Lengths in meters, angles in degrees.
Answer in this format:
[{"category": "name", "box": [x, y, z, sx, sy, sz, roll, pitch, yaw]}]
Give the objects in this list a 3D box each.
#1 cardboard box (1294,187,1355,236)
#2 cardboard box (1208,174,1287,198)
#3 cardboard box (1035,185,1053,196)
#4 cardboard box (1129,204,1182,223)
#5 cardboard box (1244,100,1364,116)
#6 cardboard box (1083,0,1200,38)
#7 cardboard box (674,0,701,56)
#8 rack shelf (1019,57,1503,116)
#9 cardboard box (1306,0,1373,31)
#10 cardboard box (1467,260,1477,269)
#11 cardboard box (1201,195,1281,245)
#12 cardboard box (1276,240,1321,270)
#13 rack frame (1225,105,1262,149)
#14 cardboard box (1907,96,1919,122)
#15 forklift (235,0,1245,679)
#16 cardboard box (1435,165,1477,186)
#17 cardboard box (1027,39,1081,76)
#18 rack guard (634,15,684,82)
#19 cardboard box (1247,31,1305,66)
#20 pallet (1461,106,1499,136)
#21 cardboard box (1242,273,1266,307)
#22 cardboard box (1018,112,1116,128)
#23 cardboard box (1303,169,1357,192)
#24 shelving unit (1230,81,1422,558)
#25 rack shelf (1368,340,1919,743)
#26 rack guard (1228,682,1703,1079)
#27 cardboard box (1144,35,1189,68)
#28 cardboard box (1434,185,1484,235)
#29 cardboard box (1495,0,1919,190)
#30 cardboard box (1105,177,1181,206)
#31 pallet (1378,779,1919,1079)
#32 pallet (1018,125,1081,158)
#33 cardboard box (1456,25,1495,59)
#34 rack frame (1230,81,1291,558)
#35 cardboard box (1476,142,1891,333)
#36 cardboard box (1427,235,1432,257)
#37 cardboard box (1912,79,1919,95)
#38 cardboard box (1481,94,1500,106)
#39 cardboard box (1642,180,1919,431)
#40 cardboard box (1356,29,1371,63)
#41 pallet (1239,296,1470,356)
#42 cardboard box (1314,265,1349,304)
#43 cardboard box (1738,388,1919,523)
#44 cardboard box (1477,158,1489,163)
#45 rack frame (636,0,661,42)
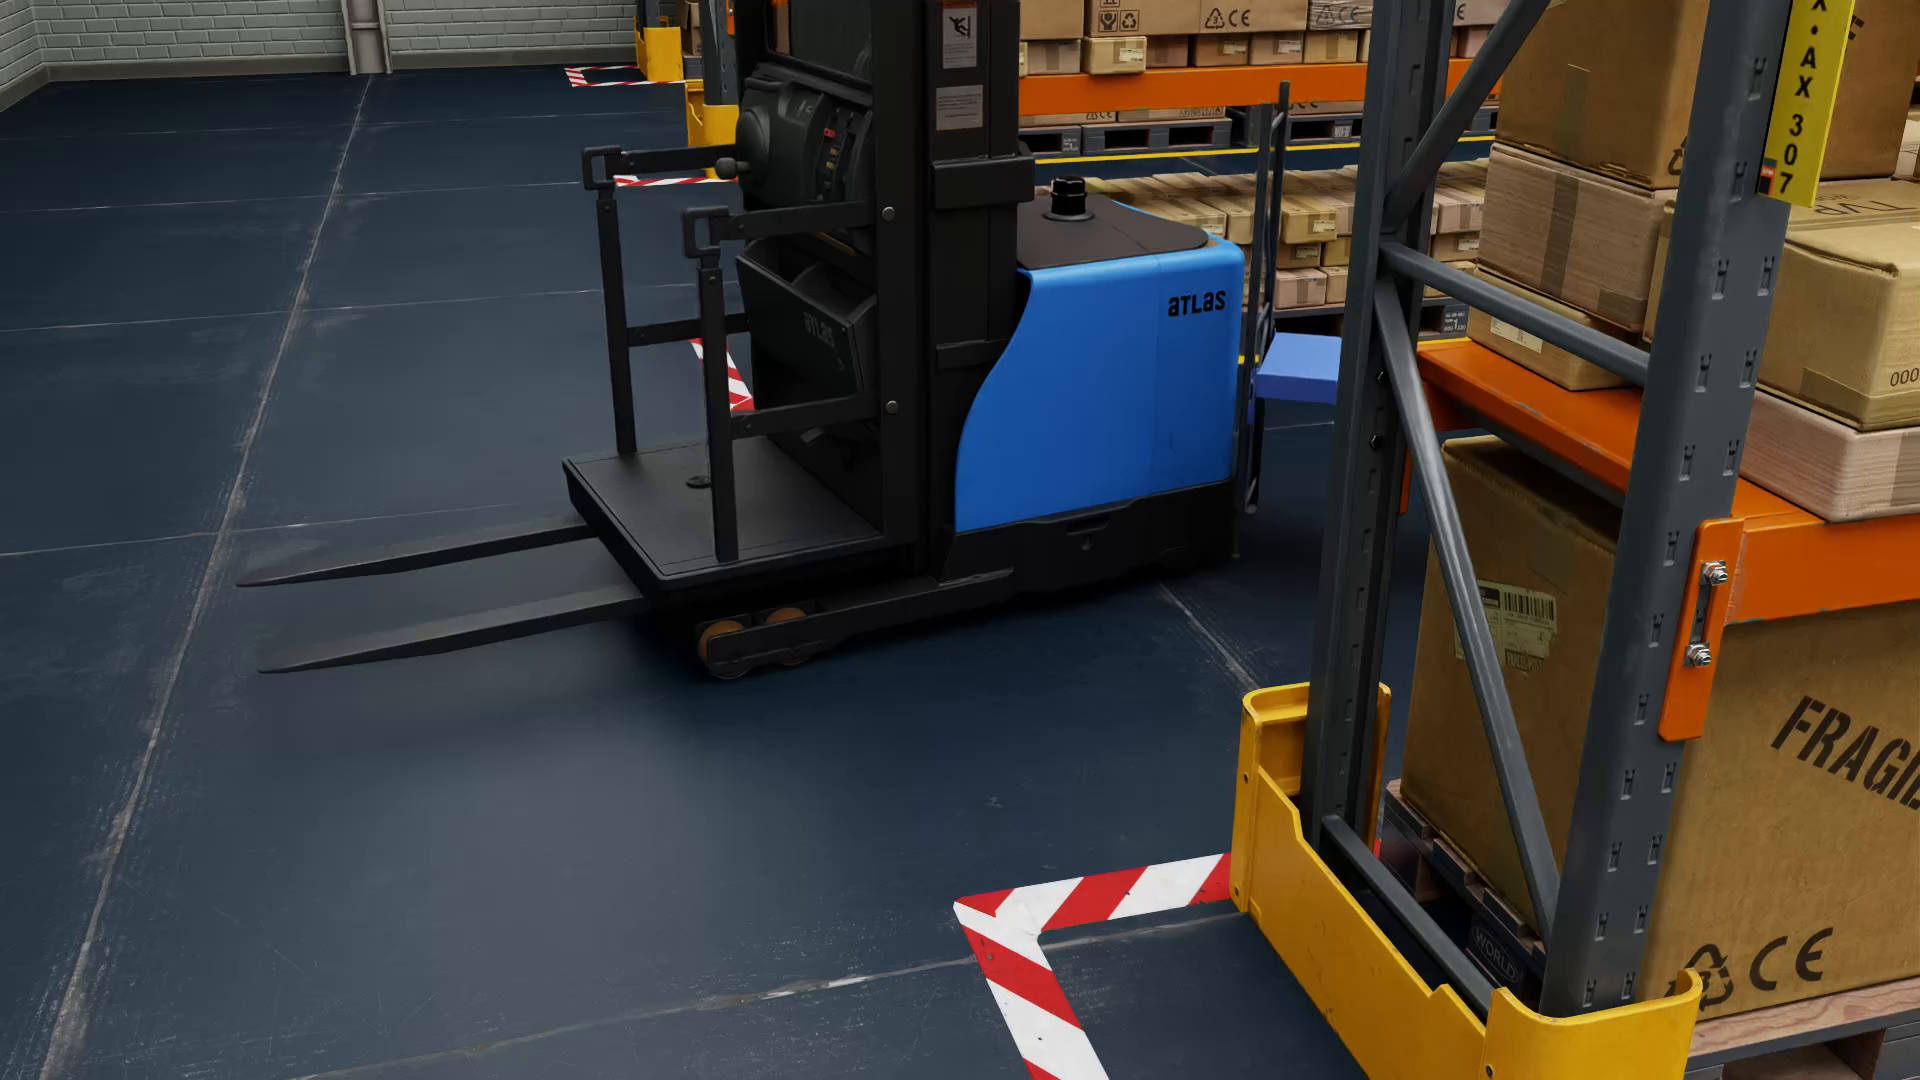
[{"category": "cardboard box", "box": [1.784, -1.566, 7.923, 0.250, 0.149, 0.380, -6, 24, -14]}, {"category": "cardboard box", "box": [1.418, -1.701, 8.238, 0.250, 0.149, 0.380, -7, 24, -16]}, {"category": "cardboard box", "box": [0.409, -1.586, 7.970, 0.250, 0.149, 0.380, -6, 24, -13]}, {"category": "cardboard box", "box": [0.817, -1.408, 7.556, 0.250, 0.149, 0.380, -6, 24, -15]}, {"category": "cardboard box", "box": [2.702, -3.879, 13.149, 0.875, 0.875, 0.875, -6, 24, -13]}, {"category": "cardboard box", "box": [0.726, -2.464, 7.185, 0.500, 0.500, 0.500, -6, 24, -14]}, {"category": "cardboard box", "box": [-2.454, -5.099, 16.464, 0.637, 0.503, 0.797, -7, 24, -16]}, {"category": "rack shelf", "box": [1.636, -2.154, 7.879, 4.000, 0.370, 1.077, -6, 24, -14]}, {"category": "cardboard box", "box": [1.690, -2.568, 7.427, 0.500, 0.500, 0.500, -7, 24, -16]}, {"category": "cardboard box", "box": [2.480, -1.379, 8.243, 0.250, 0.149, 0.380, -7, 24, -16]}, {"category": "cardboard box", "box": [1.303, -1.492, 7.751, 0.250, 0.149, 0.380, -5, 24, -12]}, {"category": "cardboard box", "box": [1.531, -1.412, 7.943, 0.250, 0.149, 0.380, -5, 24, -12]}, {"category": "rack frame", "box": [2.127, -4.566, 12.588, 0.127, 3.000, 1.000, -6, 24, -14]}, {"category": "cardboard box", "box": [4.856, -2.123, 8.580, 0.500, 0.250, 0.500, -6, 24, -13]}, {"category": "forklift", "box": [-0.646, -1.182, 4.787, 3.031, 2.935, 1.130, -11, 26, -24]}, {"category": "cardboard box", "box": [2.418, -1.807, 8.486, 0.250, 0.149, 0.380, -7, 24, -16]}, {"category": "cardboard box", "box": [0.345, -2.109, 7.180, 0.250, 0.149, 0.380, -5, 24, -12]}, {"category": "rack guard", "box": [-2.995, -4.884, 16.498, 0.348, 0.500, 1.175, -6, 24, -14]}, {"category": "cardboard box", "box": [1.344, -2.232, 7.467, 0.250, 0.149, 0.380, -7, 24, -15]}, {"category": "pallet", "box": [4.026, -3.527, 13.703, 1.213, 0.211, 1.003, -6, 24, -14]}, {"category": "cardboard box", "box": [1.264, -1.226, 7.886, 0.250, 0.149, 0.380, -6, 24, -14]}, {"category": "cardboard box", "box": [0.632, -3.460, 12.727, 0.875, 0.438, 0.875, -7, 24, -16]}, {"category": "cardboard box", "box": [1.910, -1.751, 8.355, 0.250, 0.149, 0.380, -7, 24, -17]}, {"category": "shelving unit", "box": [1.487, -0.668, 5.405, 1.048, 1.500, 0.538, 7, 24, 15]}, {"category": "rack shelf", "box": [2.878, -0.260, 3.465, 4.000, 0.370, 1.077, -6, 24, -14]}, {"category": "rack guard", "box": [0.930, 0.773, 3.314, 0.348, 0.500, 1.175, -6, 24, -14]}, {"category": "cardboard box", "box": [0.831, -2.197, 7.385, 0.250, 0.149, 0.380, -5, 24, -12]}, {"category": "cardboard box", "box": [2.309, -1.584, 7.966, 0.250, 0.149, 0.380, -8, 24, -17]}, {"category": "cardboard box", "box": [1.351, -0.942, 3.003, 0.500, 0.500, 0.500, -6, 24, -14]}, {"category": "cardboard box", "box": [0.890, -1.665, 8.155, 0.250, 0.149, 0.380, -7, 24, -16]}, {"category": "pallet", "box": [1.701, 0.789, 3.644, 1.213, 0.211, 1.003, -6, 24, -14]}, {"category": "pallet", "box": [0.197, -3.102, 12.712, 1.213, 0.211, 1.003, -6, 24, -14]}, {"category": "cardboard box", "box": [2.349, -2.330, 7.695, 0.250, 0.149, 0.380, -7, 24, -17]}, {"category": "rack frame", "box": [1.000, -0.726, 5.539, 0.032, 1.500, 0.500, 7, 24, 15]}, {"category": "cardboard box", "box": [1.348, -0.598, 3.153, 0.500, 0.250, 0.500, -7, 24, -15]}, {"category": "cardboard box", "box": [2.062, -1.450, 8.030, 0.250, 0.149, 0.380, -7, 24, -17]}, {"category": "cardboard box", "box": [5.214, -2.373, 9.164, 0.500, 0.250, 0.500, -7, 24, -17]}, {"category": "cardboard box", "box": [4.431, -4.074, 13.602, 0.875, 0.875, 0.875, -6, 24, -14]}, {"category": "cardboard box", "box": [1.488, -0.394, 2.678, 0.500, 0.250, 0.500, -7, 24, -16]}, {"category": "cardboard box", "box": [1.864, -2.269, 7.553, 0.250, 0.149, 0.380, -6, 24, -13]}, {"category": "pallet", "box": [1.748, -1.200, 8.279, 1.213, 0.211, 1.003, -6, 24, -14]}, {"category": "cardboard box", "box": [1.787, -1.259, 7.963, 0.250, 0.149, 0.380, -6, 24, -14]}, {"category": "cardboard box", "box": [1.384, -0.175, 2.673, 0.250, 0.149, 0.380, -6, 24, -14]}, {"category": "cardboard box", "box": [2.893, -1.889, 8.677, 0.250, 0.149, 0.380, -5, 24, -12]}, {"category": "rack frame", "box": [-3.069, -6.024, 15.986, 0.127, 3.000, 1.000, -6, 24, -14]}]
